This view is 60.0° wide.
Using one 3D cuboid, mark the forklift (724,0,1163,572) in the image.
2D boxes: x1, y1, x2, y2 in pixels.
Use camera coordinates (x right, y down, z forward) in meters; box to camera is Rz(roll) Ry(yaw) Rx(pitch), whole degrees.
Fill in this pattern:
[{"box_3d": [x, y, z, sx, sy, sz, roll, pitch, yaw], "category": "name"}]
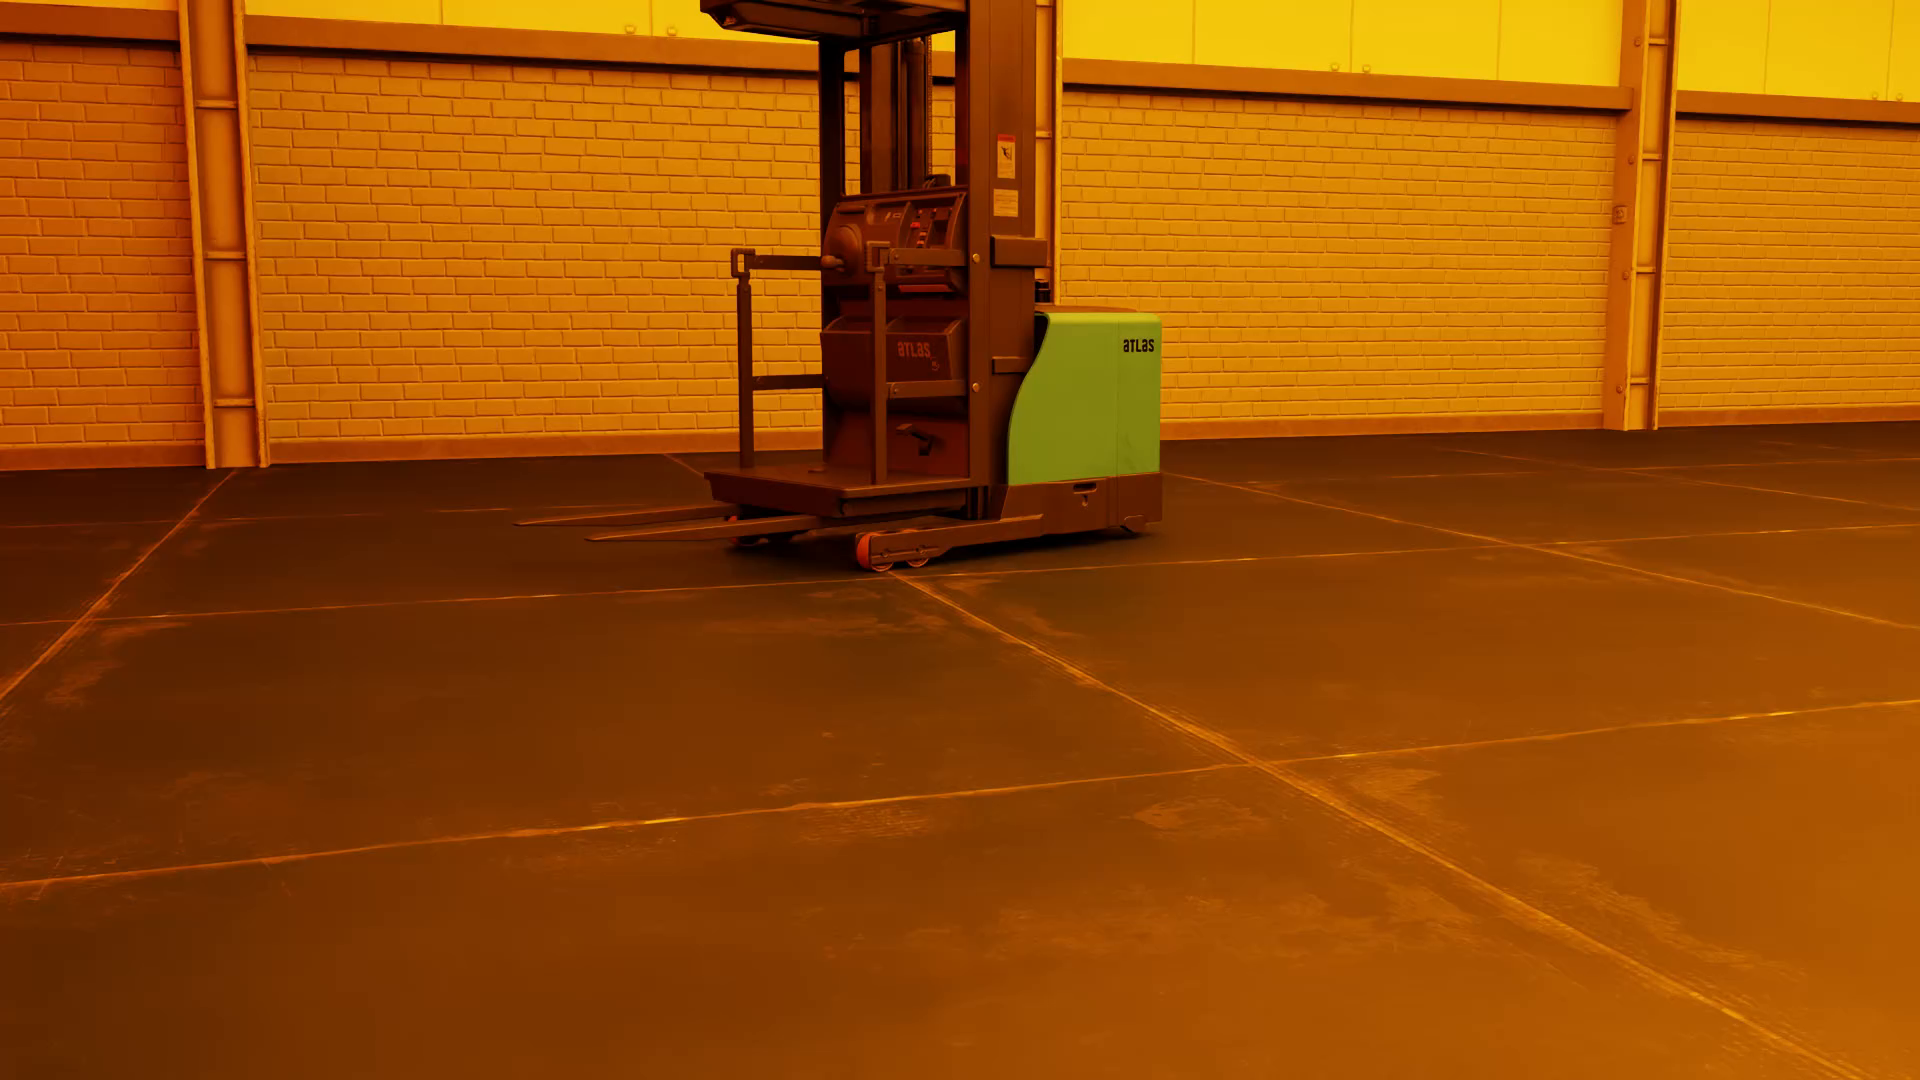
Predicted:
[{"box_3d": [-0.461, -1.399, 7.333, 3.031, 2.935, 1.130, -7, 10, -40], "category": "forklift"}]
